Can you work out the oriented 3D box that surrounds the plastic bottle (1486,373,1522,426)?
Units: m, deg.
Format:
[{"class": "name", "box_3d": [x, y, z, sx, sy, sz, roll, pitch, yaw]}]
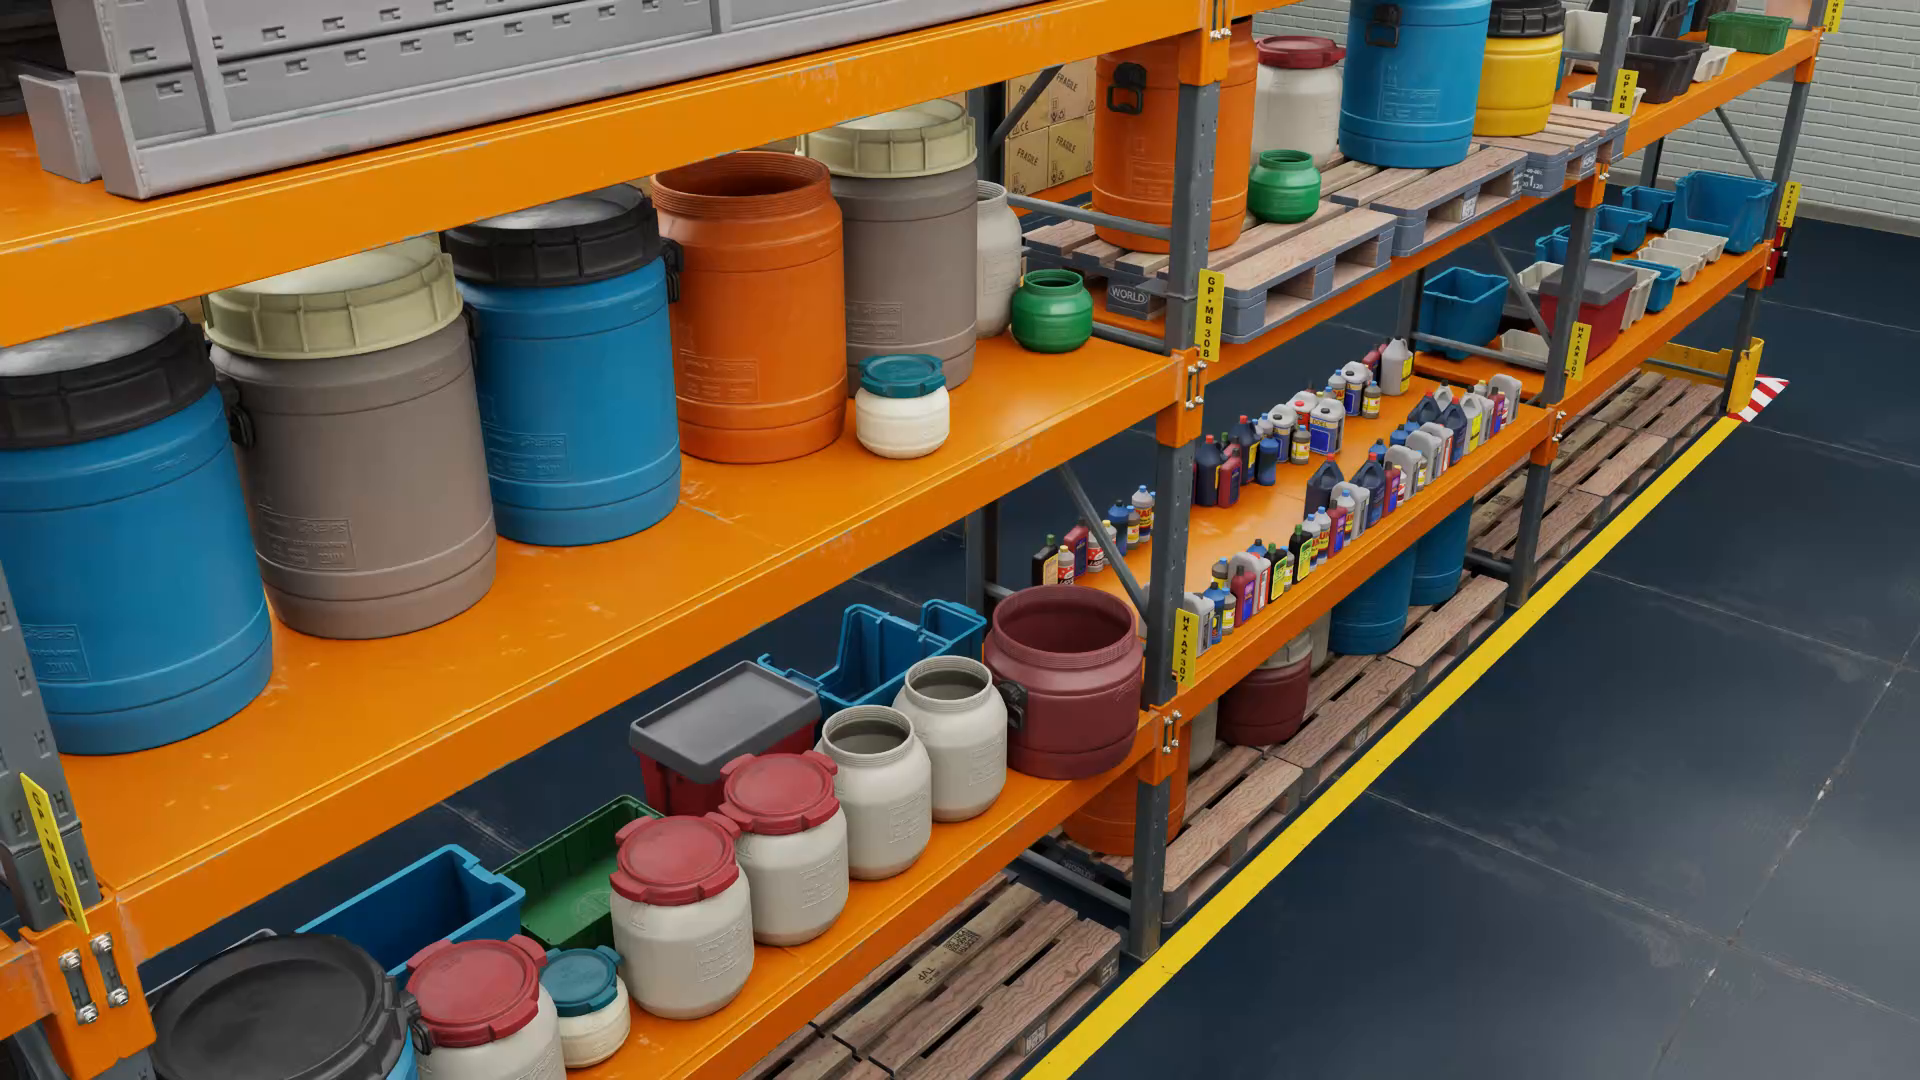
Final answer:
[{"class": "plastic bottle", "box_3d": [2.992, -0.792, 9.151, 0.152, 0.276, 0.135, 21, 34, 34]}]

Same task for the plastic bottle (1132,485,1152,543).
[{"class": "plastic bottle", "box_3d": [0.859, -0.129, 7.876, 0.097, 0.271, 0.097, 0, 27, 0]}]

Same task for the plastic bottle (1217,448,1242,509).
[{"class": "plastic bottle", "box_3d": [1.333, -0.308, 8.208, 0.061, 0.283, 0.133, 21, 34, 34]}]

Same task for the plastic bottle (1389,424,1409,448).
[{"class": "plastic bottle", "box_3d": [2.245, -0.464, 8.522, 0.097, 0.271, 0.097, 0, 27, 0]}]

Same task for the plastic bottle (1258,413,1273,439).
[{"class": "plastic bottle", "box_3d": [1.574, -0.528, 8.645, 0.097, 0.271, 0.097, 0, 27, 0]}]

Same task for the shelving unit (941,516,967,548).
[{"class": "shelving unit", "box_3d": [0.034, -0.485, 10.545, 0.215, 1.050, 0.252, 21, 34, 34]}]

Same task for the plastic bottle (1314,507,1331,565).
[{"class": "plastic bottle", "box_3d": [1.657, -0.026, 7.675, 0.097, 0.271, 0.097, 0, 27, 0]}]

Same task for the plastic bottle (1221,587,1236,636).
[{"class": "plastic bottle", "box_3d": [1.131, 0.299, 7.124, 0.097, 0.201, 0.097, 0, 27, 0]}]

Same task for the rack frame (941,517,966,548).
[{"class": "rack frame", "box_3d": [-0.044, -0.442, 10.462, 0.200, 1.050, 0.008, 21, 34, 34]}]

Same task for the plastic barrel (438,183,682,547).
[{"class": "plastic barrel", "box_3d": [-1.107, -0.507, 4.656, 0.600, 0.901, 0.708, 21, 34, 34]}]

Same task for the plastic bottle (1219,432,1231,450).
[{"class": "plastic bottle", "box_3d": [1.307, -0.397, 8.380, 0.061, 0.283, 0.133, 21, 34, 34]}]

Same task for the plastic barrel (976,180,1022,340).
[{"class": "plastic barrel", "box_3d": [0.015, -1.024, 6.079, 0.421, 0.512, 0.421, 0, 27, 0]}]

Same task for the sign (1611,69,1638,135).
[{"class": "sign", "box_3d": [3.417, -2.256, 8.572, 0.100, 0.325, 0.005, 21, 34, 34]}]

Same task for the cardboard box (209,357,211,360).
[{"class": "cardboard box", "box_3d": [-4.089, -0.812, 9.152, 0.500, 0.311, 0.500, 20, 34, 34]}]

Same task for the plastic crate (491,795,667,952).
[{"class": "plastic crate", "box_3d": [-1.205, 1.149, 5.494, 0.450, 0.188, 0.662, 21, 34, 34]}]

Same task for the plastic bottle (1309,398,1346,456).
[{"class": "plastic bottle", "box_3d": [1.933, -0.601, 8.781, 0.152, 0.276, 0.135, 21, 34, 34]}]

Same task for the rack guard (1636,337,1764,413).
[{"class": "rack guard", "box_3d": [5.543, -1.401, 12.915, 1.175, 0.500, 0.348, 21, 34, 34]}]

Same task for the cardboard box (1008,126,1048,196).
[{"class": "cardboard box", "box_3d": [0.351, -3.035, 13.243, 0.500, 0.500, 0.500, 21, 34, 34]}]

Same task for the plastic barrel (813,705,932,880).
[{"class": "plastic barrel", "box_3d": [-0.308, 0.864, 5.694, 0.421, 0.512, 0.421, 0, 27, 0]}]

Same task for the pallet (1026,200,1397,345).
[{"class": "pallet", "box_3d": [1.011, -1.154, 6.657, 1.003, 0.211, 1.213, 21, 34, 34]}]

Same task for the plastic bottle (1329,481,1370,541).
[{"class": "plastic bottle", "box_3d": [1.856, -0.159, 7.927, 0.152, 0.276, 0.135, 21, 34, 34]}]

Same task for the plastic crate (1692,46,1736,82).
[{"class": "plastic crate", "box_3d": [4.415, -2.909, 10.132, 0.437, 0.136, 0.530, 21, 34, 34]}]

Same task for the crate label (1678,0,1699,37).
[{"class": "crate label", "box_3d": [4.702, -3.533, 11.212, 0.408, 0.251, 0.502, 21, 34, 34]}]

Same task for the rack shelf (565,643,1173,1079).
[{"class": "rack shelf", "box_3d": [-0.823, 1.366, 5.629, 1.077, 0.370, 4.000, 21, 34, 34]}]

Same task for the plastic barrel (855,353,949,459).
[{"class": "plastic barrel", "box_3d": [-0.180, -0.415, 5.173, 0.301, 0.262, 0.301, 0, 27, 0]}]

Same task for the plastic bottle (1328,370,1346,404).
[{"class": "plastic bottle", "box_3d": [2.077, -0.808, 9.188, 0.097, 0.271, 0.097, 0, 27, 0]}]

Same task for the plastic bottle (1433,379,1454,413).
[{"class": "plastic bottle", "box_3d": [2.550, -0.680, 8.853, 0.144, 0.351, 0.185, 21, 34, 34]}]

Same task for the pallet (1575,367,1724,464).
[{"class": "pallet", "box_3d": [4.983, -0.980, 12.414, 1.003, 0.211, 1.213, 21, 34, 34]}]

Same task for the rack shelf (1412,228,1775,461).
[{"class": "rack shelf", "box_3d": [4.266, -1.471, 11.111, 1.077, 0.370, 4.000, 21, 34, 34]}]

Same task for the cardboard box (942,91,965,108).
[{"class": "cardboard box", "box_3d": [-0.310, -3.104, 12.288, 0.500, 0.500, 0.500, 22, 34, 36]}]

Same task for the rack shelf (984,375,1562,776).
[{"class": "rack shelf", "box_3d": [1.721, -0.053, 8.370, 1.077, 0.370, 4.000, 21, 34, 34]}]

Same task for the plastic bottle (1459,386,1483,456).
[{"class": "plastic bottle", "box_3d": [2.661, -0.638, 8.772, 0.144, 0.351, 0.185, 21, 34, 34]}]

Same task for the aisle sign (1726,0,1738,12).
[{"class": "aisle sign", "box_3d": [5.354, -3.766, 11.937, 0.394, 0.787, 0.004, 21, 34, 34]}]

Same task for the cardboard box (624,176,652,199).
[{"class": "cardboard box", "box_3d": [-1.902, -2.117, 11.011, 0.700, 0.500, 0.500, 12, 30, 22]}]

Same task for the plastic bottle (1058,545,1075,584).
[{"class": "plastic bottle", "box_3d": [0.465, 0.122, 7.467, 0.097, 0.201, 0.097, 0, 27, 0]}]

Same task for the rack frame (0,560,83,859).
[{"class": "rack frame", "box_3d": [-2.095, -0.909, 2.714, 1.000, 3.000, 0.127, 21, 34, 34]}]

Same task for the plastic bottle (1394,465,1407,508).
[{"class": "plastic bottle", "box_3d": [2.153, -0.271, 8.226, 0.097, 0.201, 0.097, 0, 27, 0]}]

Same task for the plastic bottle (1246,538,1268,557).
[{"class": "plastic bottle", "box_3d": [1.316, 0.120, 7.393, 0.097, 0.271, 0.097, 0, 27, 0]}]

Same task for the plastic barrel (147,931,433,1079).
[{"class": "plastic barrel", "box_3d": [-1.616, 1.484, 4.071, 0.600, 0.901, 0.708, 21, 34, 34]}]

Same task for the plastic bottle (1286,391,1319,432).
[{"class": "plastic bottle", "box_3d": [1.816, -0.645, 8.867, 0.152, 0.276, 0.135, 21, 34, 34]}]

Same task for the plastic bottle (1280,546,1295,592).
[{"class": "plastic bottle", "box_3d": [1.448, 0.122, 7.466, 0.097, 0.201, 0.097, 0, 27, 0]}]

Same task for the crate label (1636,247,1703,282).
[{"class": "crate label", "box_3d": [4.805, -1.862, 11.307, 0.396, 0.136, 0.243, 21, 34, 34]}]

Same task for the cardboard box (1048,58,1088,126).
[{"class": "cardboard box", "box_3d": [0.673, -3.652, 13.348, 0.500, 0.500, 0.500, 22, 35, 36]}]

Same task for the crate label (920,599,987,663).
[{"class": "crate label", "box_3d": [-0.108, 0.451, 6.795, 0.303, 0.233, 0.416, 21, 34, 34]}]

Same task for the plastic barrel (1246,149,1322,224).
[{"class": "plastic barrel", "box_3d": [1.301, -1.421, 6.680, 0.294, 0.245, 0.294, 0, 27, 0]}]

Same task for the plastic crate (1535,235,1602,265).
[{"class": "plastic crate", "box_3d": [4.098, -1.887, 11.250, 0.416, 0.233, 0.300, 21, 34, 34]}]

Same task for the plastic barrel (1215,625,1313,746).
[{"class": "plastic barrel", "box_3d": [1.466, 0.643, 8.410, 0.600, 0.588, 0.708, 21, 34, 34]}]

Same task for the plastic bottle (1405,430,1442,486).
[{"class": "plastic bottle", "box_3d": [2.353, -0.436, 8.463, 0.152, 0.276, 0.135, 21, 34, 34]}]

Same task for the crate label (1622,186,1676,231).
[{"class": "crate label", "box_3d": [5.127, -2.460, 12.358, 0.416, 0.233, 0.303, 21, 34, 34]}]

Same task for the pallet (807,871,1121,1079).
[{"class": "pallet", "box_3d": [-0.074, 1.839, 6.966, 1.003, 0.211, 1.213, 21, 34, 34]}]

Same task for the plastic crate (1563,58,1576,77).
[{"class": "plastic crate", "box_3d": [3.509, -2.859, 10.033, 0.293, 0.136, 0.466, 21, 34, 34]}]

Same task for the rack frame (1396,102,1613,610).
[{"class": "rack frame", "box_3d": [2.993, -1.081, 9.575, 1.000, 3.000, 0.127, 21, 34, 34]}]

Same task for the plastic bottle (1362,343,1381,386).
[{"class": "plastic bottle", "box_3d": [2.346, -0.977, 9.500, 0.061, 0.283, 0.133, 21, 34, 34]}]

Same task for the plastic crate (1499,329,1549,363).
[{"class": "plastic crate", "box_3d": [3.400, -1.114, 9.860, 0.396, 0.136, 0.243, 21, 34, 34]}]

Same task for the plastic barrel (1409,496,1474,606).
[{"class": "plastic barrel", "box_3d": [2.634, -0.148, 9.598, 0.600, 0.901, 0.708, 21, 34, 34]}]

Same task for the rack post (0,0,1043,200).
[{"class": "rack post", "box_3d": [-0.909, -1.721, 4.066, 1.013, 1.000, 3.121, 21, 34, 34]}]
